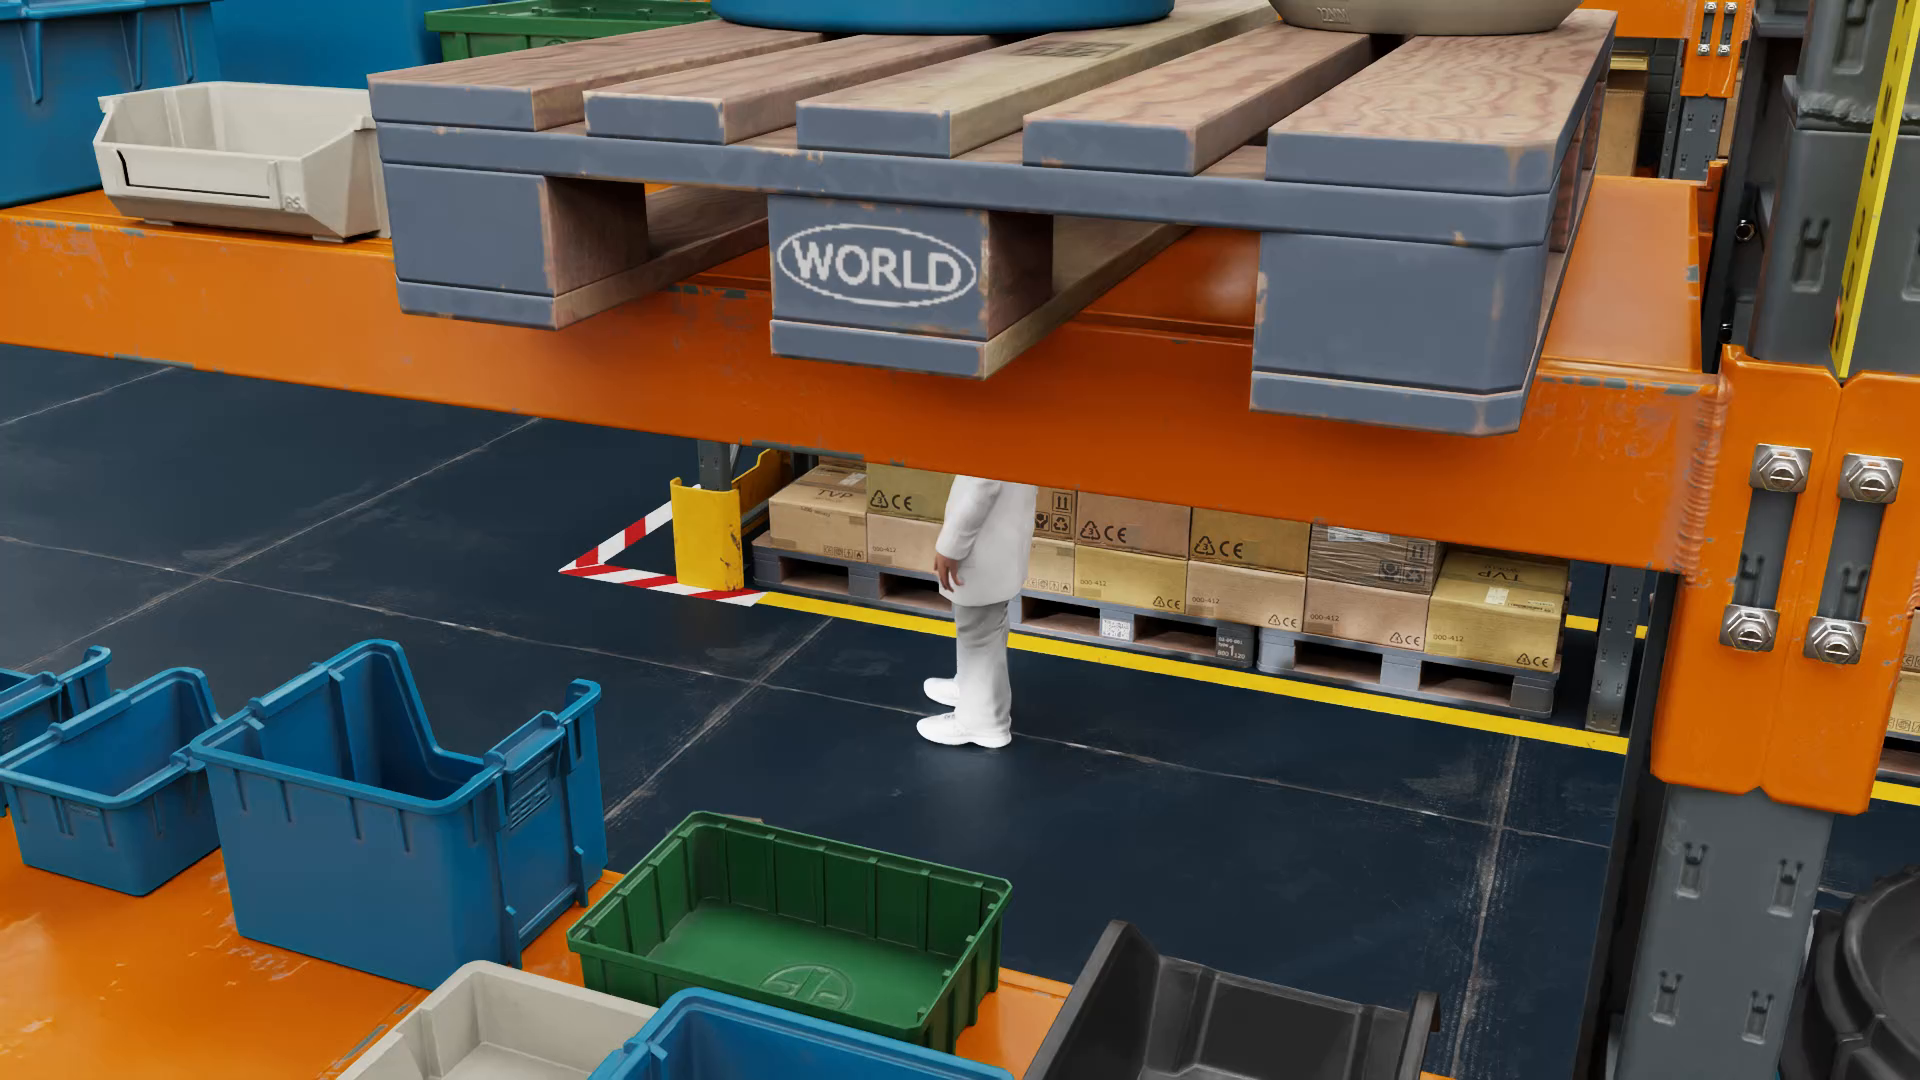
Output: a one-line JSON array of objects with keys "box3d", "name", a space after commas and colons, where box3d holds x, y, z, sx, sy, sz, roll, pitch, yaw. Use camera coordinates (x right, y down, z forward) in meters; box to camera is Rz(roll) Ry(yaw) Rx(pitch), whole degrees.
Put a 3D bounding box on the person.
[{"box3d": [0.020, -0.010, 6.238, 0.582, 1.681, 0.695, 9, 24, 20], "name": "person"}]
